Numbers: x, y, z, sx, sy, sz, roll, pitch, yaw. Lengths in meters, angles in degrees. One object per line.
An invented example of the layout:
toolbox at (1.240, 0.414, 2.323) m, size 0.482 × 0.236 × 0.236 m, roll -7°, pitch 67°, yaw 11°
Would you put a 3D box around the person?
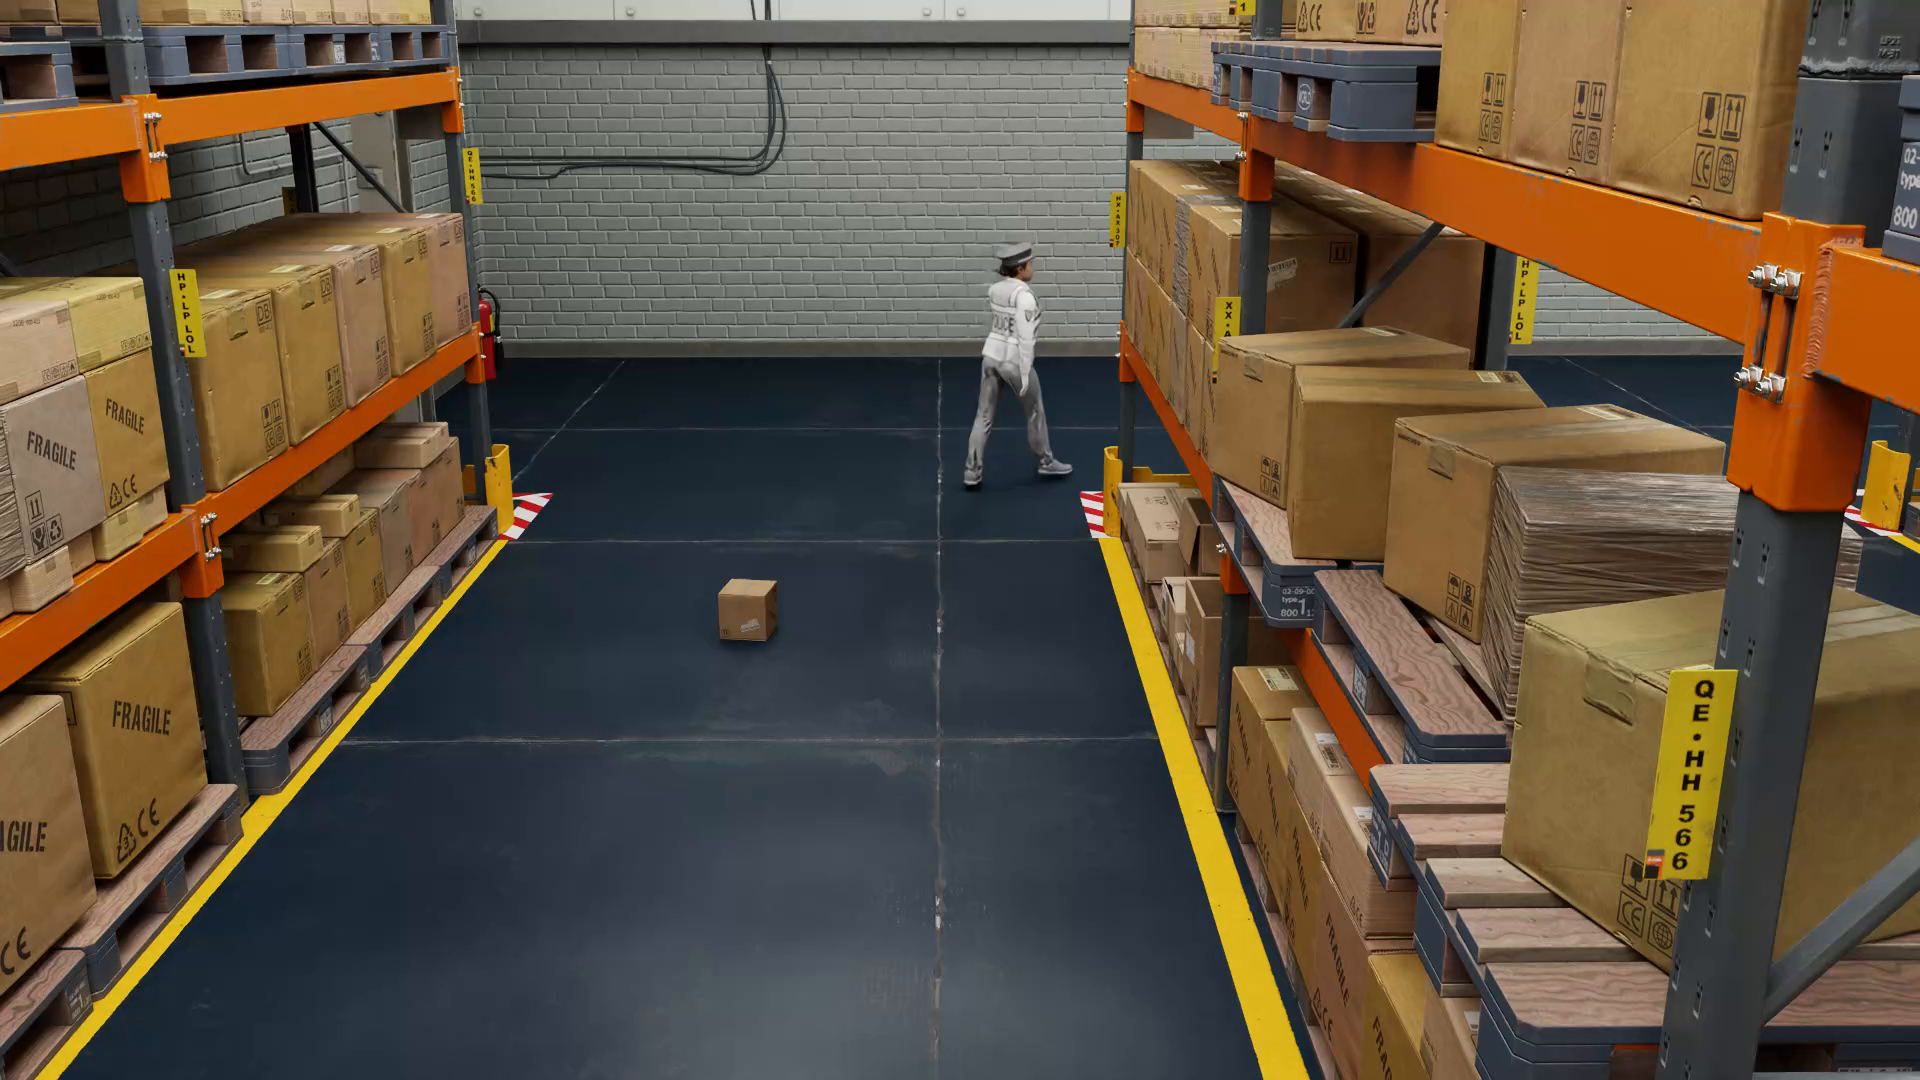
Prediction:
person at (0.396, -1.216, 11.378) m, size 0.847 × 1.647 × 0.530 m, roll -16°, pitch 23°, yaw -42°
